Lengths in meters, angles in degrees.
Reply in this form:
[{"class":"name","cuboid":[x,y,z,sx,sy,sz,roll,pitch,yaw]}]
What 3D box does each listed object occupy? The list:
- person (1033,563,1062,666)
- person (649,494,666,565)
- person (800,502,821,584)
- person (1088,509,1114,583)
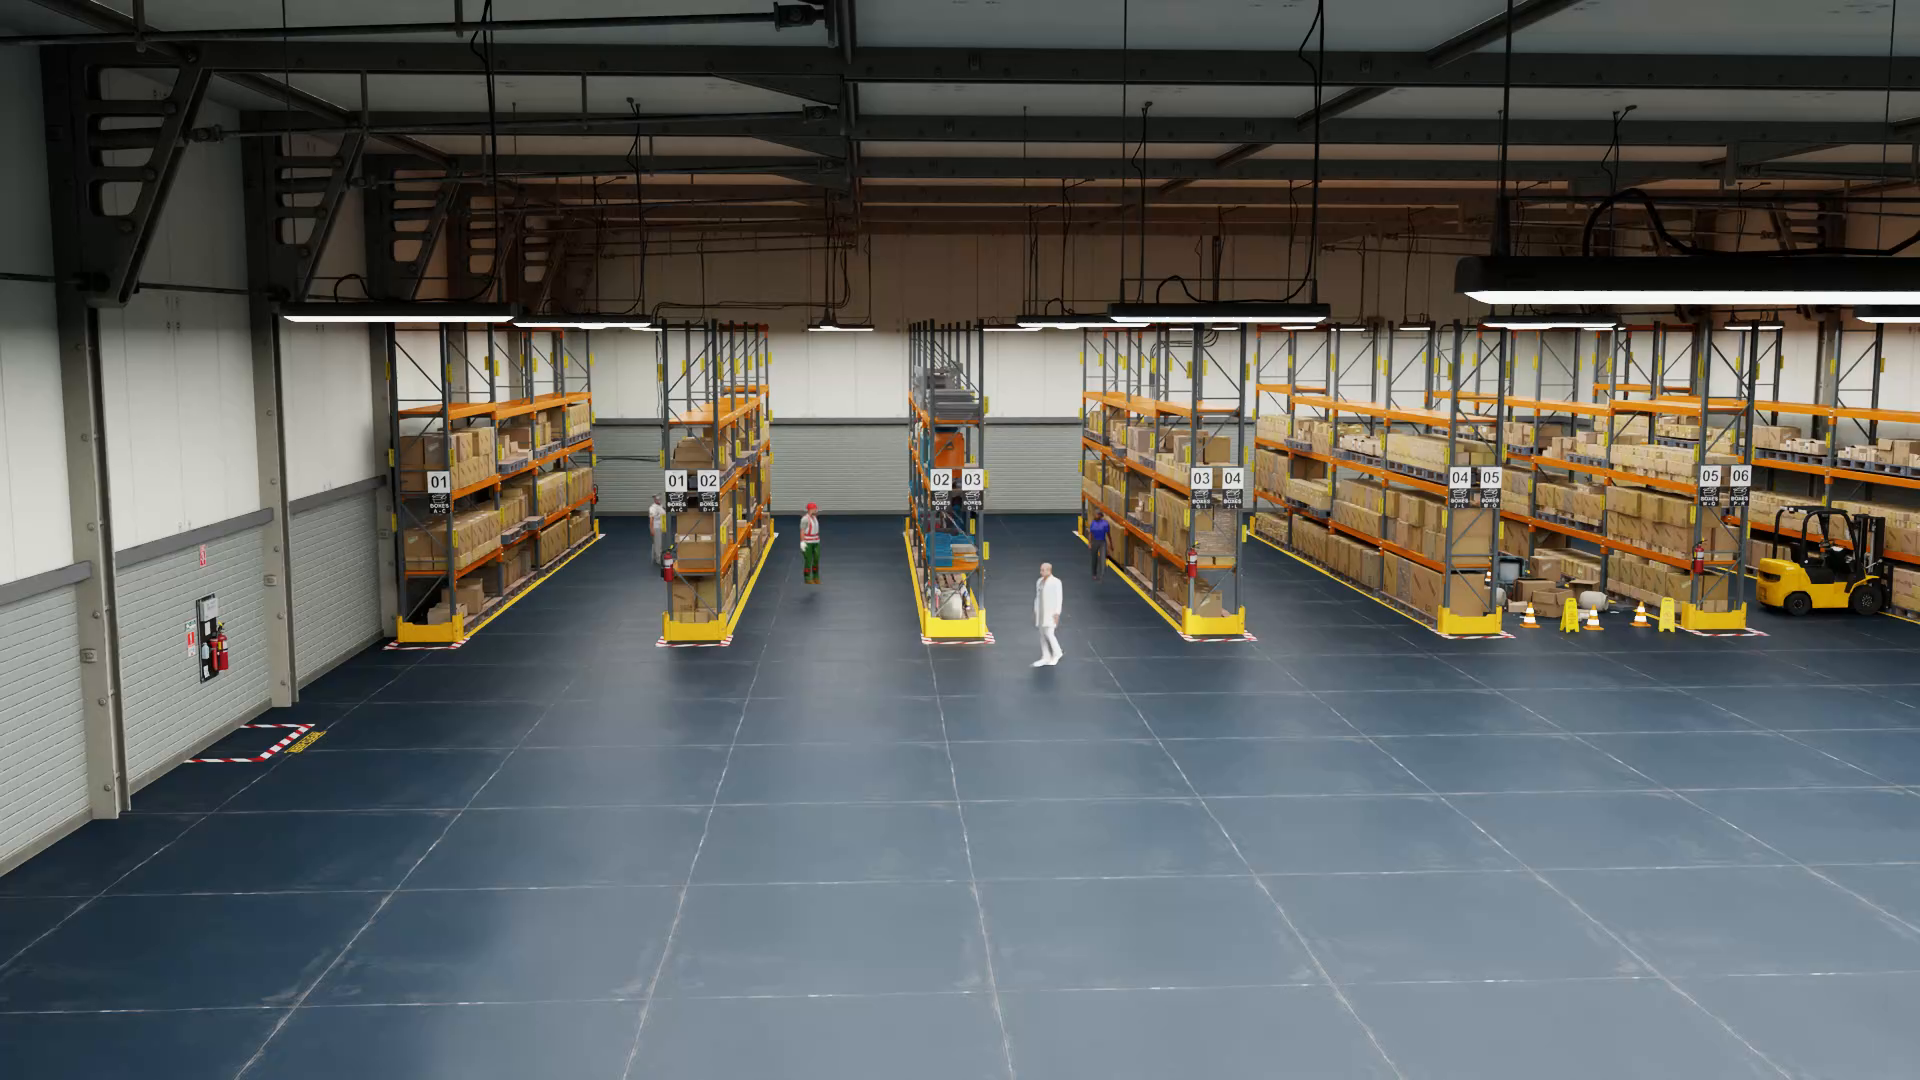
[{"class":"person","cuboid":[1.535,1.292,28.831,0.505,1.776,0.628,-6,9,-42]},{"class":"person","cuboid":[-7.487,-0.279,41.572,0.532,1.784,0.550,1,7,7]},{"class":"person","cuboid":[-3.282,0.089,36.284,0.613,1.826,0.418,-6,9,-39]},{"class":"person","cuboid":[3.093,0.118,36.521,0.564,1.619,0.904,0,7,3]}]
